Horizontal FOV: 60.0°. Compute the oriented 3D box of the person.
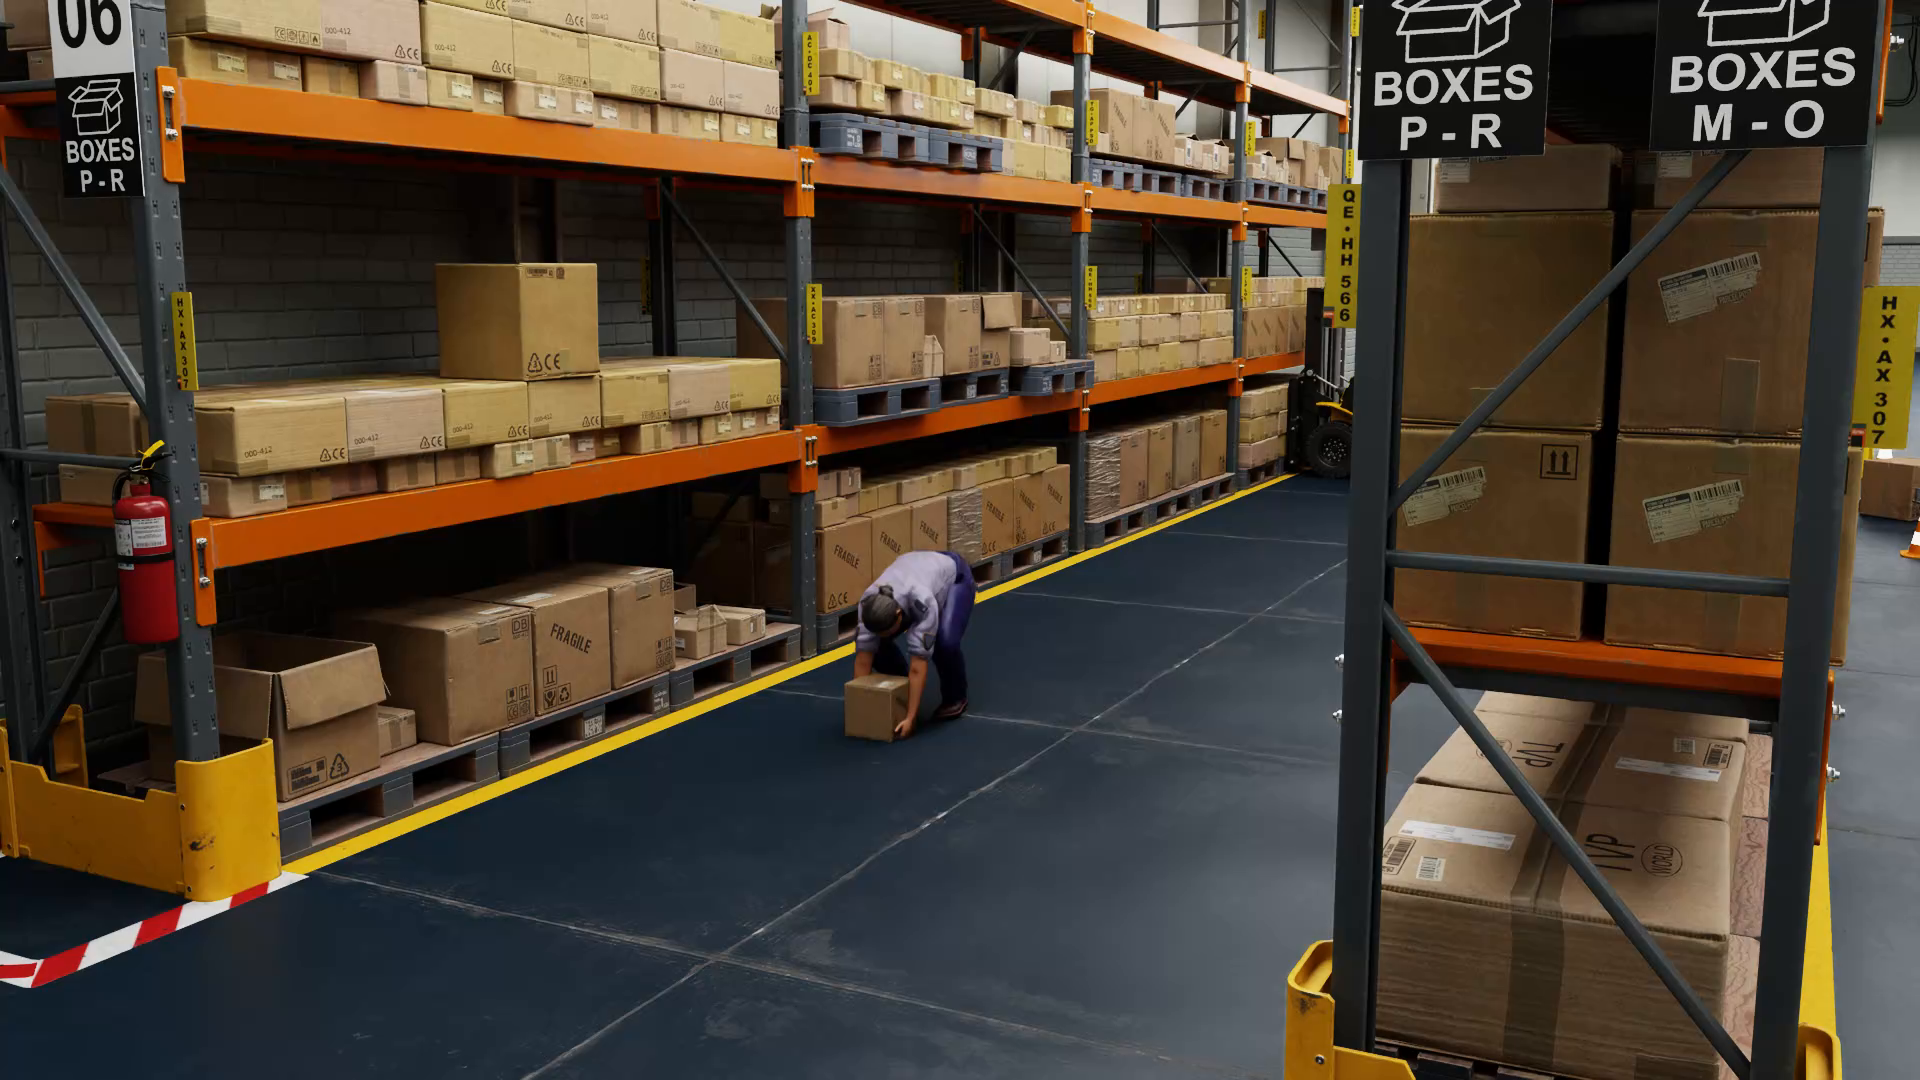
[{"bbox_3d":[-0.258,0.490,8.078,0.502,0.807,0.837,4,10,24],"label":"person"}]
